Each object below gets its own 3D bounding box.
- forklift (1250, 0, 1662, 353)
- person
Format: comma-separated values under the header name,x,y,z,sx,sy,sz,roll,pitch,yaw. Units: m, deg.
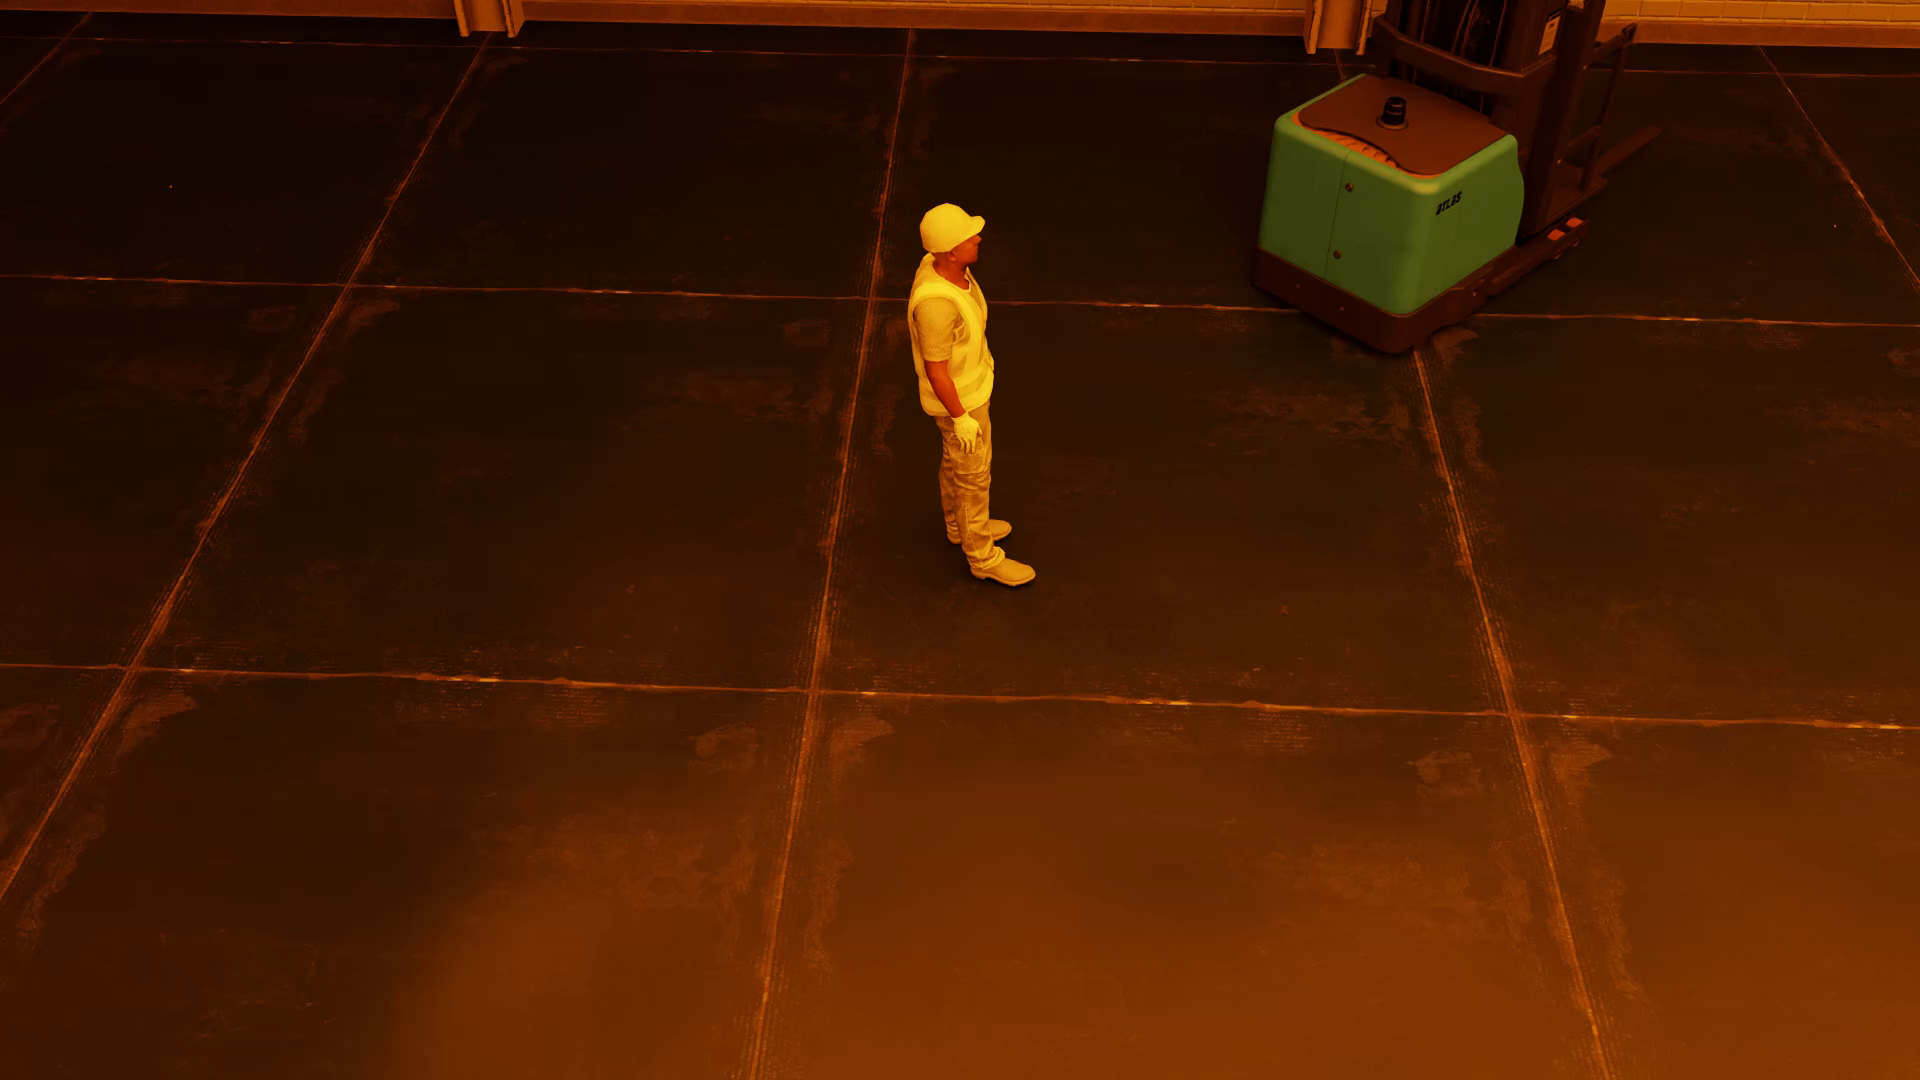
name,x,y,z,sx,sy,sz,roll,pitch,yaw
forklift,3.063,-2.955,8.979,3.031,2.935,1.130,-32,51,-30
person,0.072,-0.656,7.302,0.575,1.785,0.657,2,42,2
